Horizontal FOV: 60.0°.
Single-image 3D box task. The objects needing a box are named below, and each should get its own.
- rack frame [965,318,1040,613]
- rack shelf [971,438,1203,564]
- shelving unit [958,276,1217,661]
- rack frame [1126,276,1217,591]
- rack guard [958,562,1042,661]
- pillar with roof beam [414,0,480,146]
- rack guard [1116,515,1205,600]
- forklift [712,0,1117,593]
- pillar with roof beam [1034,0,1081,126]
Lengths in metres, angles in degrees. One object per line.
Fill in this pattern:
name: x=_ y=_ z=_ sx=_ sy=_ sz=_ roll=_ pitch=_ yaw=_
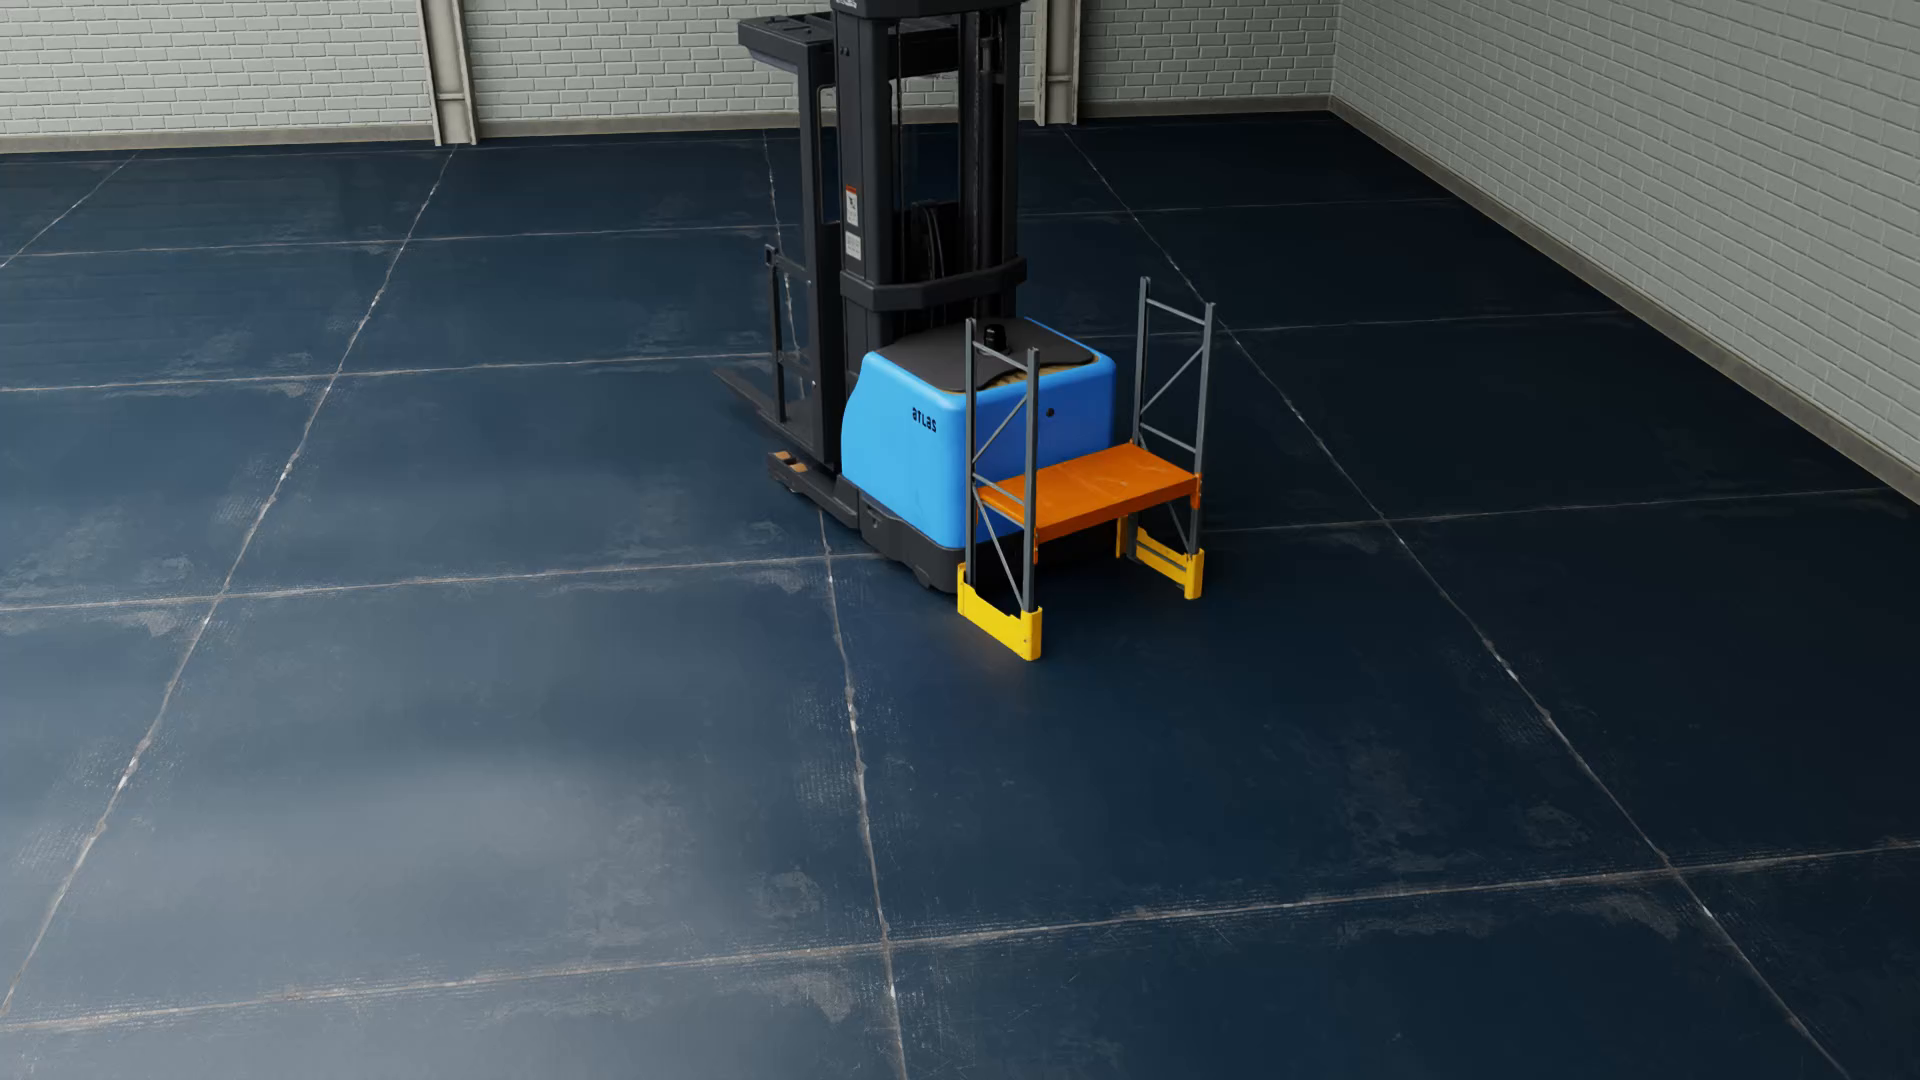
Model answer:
rack frame: x=0.181 y=-0.225 z=7.546 sx=0.032 sy=1.500 sz=0.500 roll=-18 pitch=32 yaw=-31
rack shelf: x=0.597 y=-0.199 z=7.888 sx=1.000 sy=0.185 sz=0.538 roll=-18 pitch=32 yaw=-31
shelving unit: x=0.590 y=-0.356 z=7.802 sx=1.083 sy=1.500 sz=0.587 roll=-18 pitch=32 yaw=-31
rack frame: x=1.013 y=-0.492 z=8.066 sx=0.032 sy=1.500 sz=0.500 roll=-18 pitch=32 yaw=-31
rack guard: x=0.182 y=0.330 z=7.832 sx=0.087 sy=0.250 sz=0.587 roll=-18 pitch=32 yaw=-31
pillar with roof beam: x=-4.354 y=-5.993 z=10.573 sx=0.400 sy=9.000 sz=9.100 roll=-4 pitch=27 yaw=-7
rack guard: x=0.997 y=0.069 z=8.341 sx=0.087 sy=0.250 sz=0.587 roll=-18 pitch=32 yaw=-31
forklift: x=-0.439 y=-1.671 z=8.796 sx=1.130 sy=2.935 sz=3.031 roll=-17 pitch=31 yaw=-29
pillar with roof beam: x=1.587 y=-6.375 z=11.317 sx=0.400 sy=9.000 sz=9.100 roll=-4 pitch=27 yaw=-7
